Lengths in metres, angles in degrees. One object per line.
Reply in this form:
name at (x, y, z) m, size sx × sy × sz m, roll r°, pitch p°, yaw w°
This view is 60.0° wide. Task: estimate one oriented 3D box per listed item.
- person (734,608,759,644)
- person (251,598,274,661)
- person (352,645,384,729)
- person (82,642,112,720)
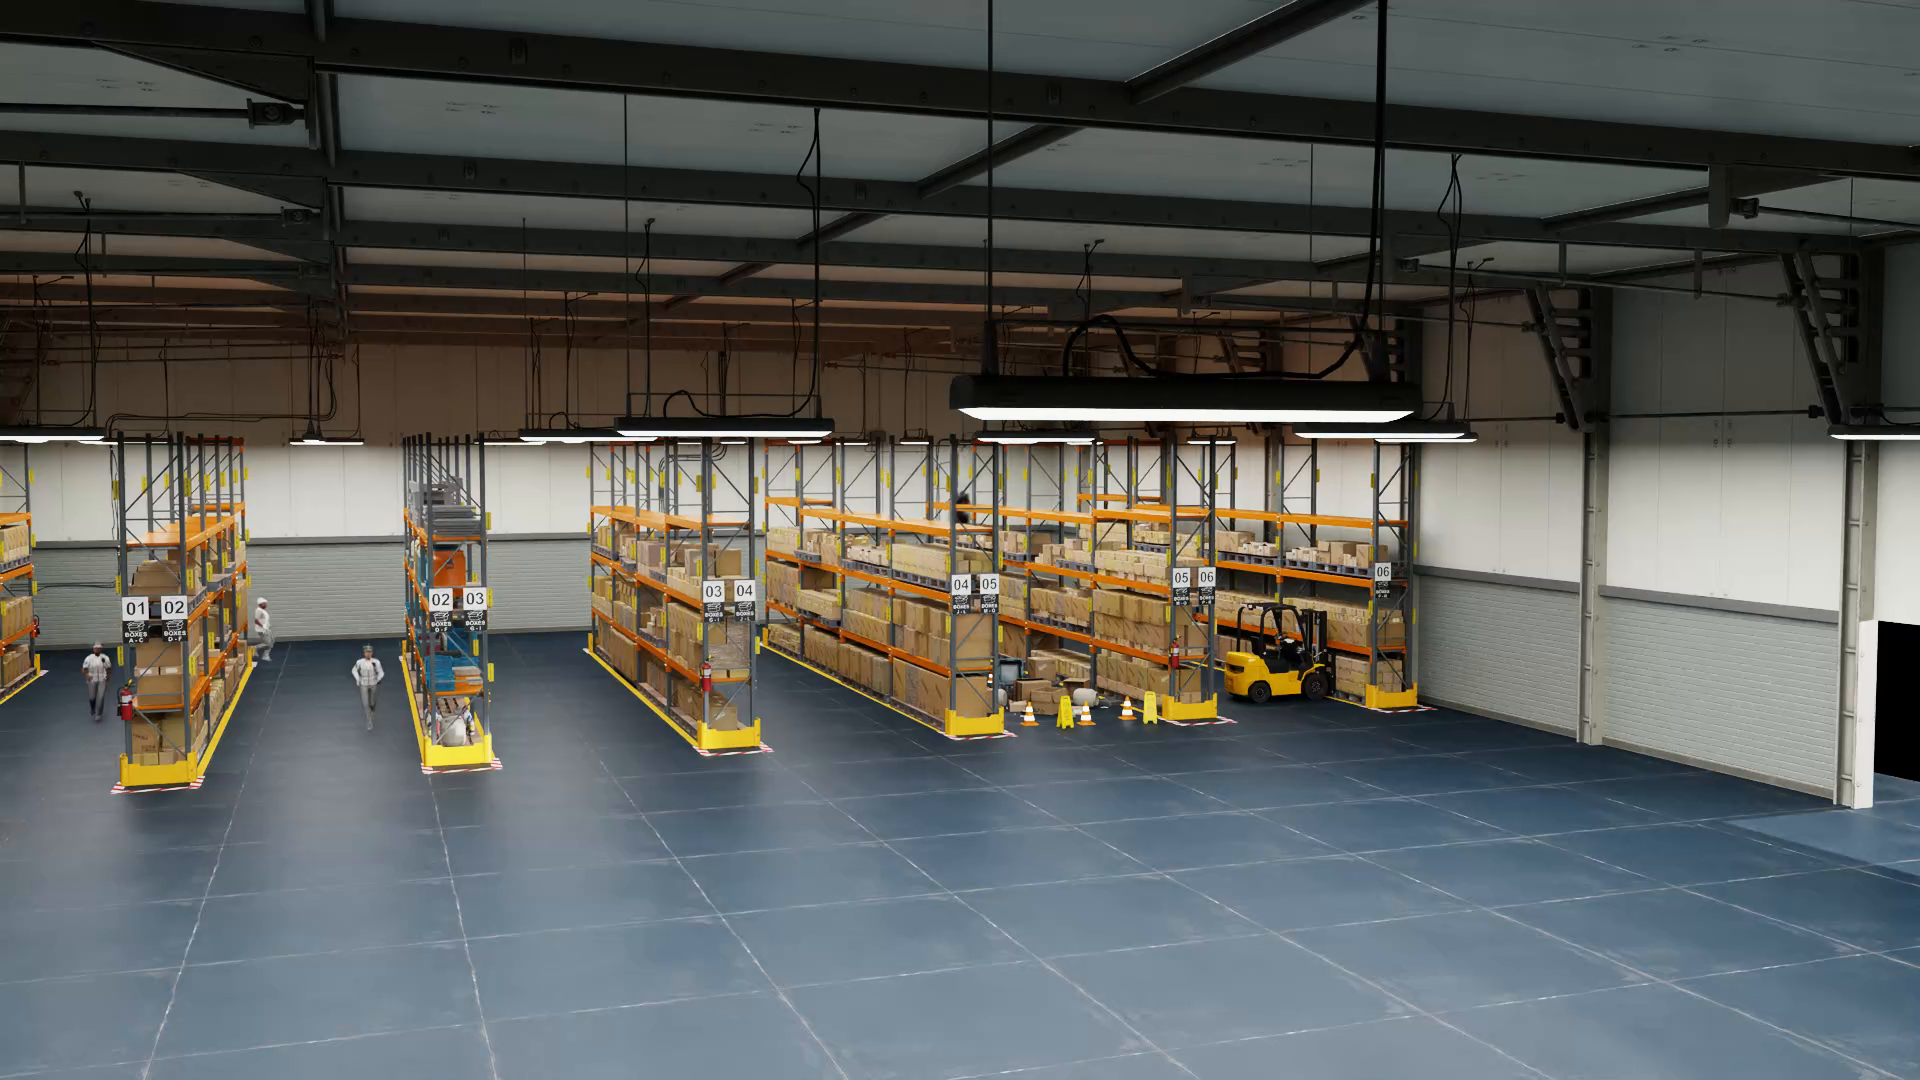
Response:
person at (-5.774, 2.373, 44.821) m, size 0.721 × 1.738 × 0.579 m, roll -1°, pitch 3°, yaw -10°
person at (-18.749, 2.413, 44.588) m, size 0.596 × 1.746 × 0.732 m, roll -1°, pitch 3°, yaw -14°
person at (-12.163, 3.002, 34.192) m, size 0.618 × 1.694 × 0.827 m, roll -1°, pitch 3°, yaw -22°
person at (-18.120, 2.961, 34.948) m, size 0.555 × 1.647 × 0.549 m, roll -2°, pitch 4°, yaw -31°
